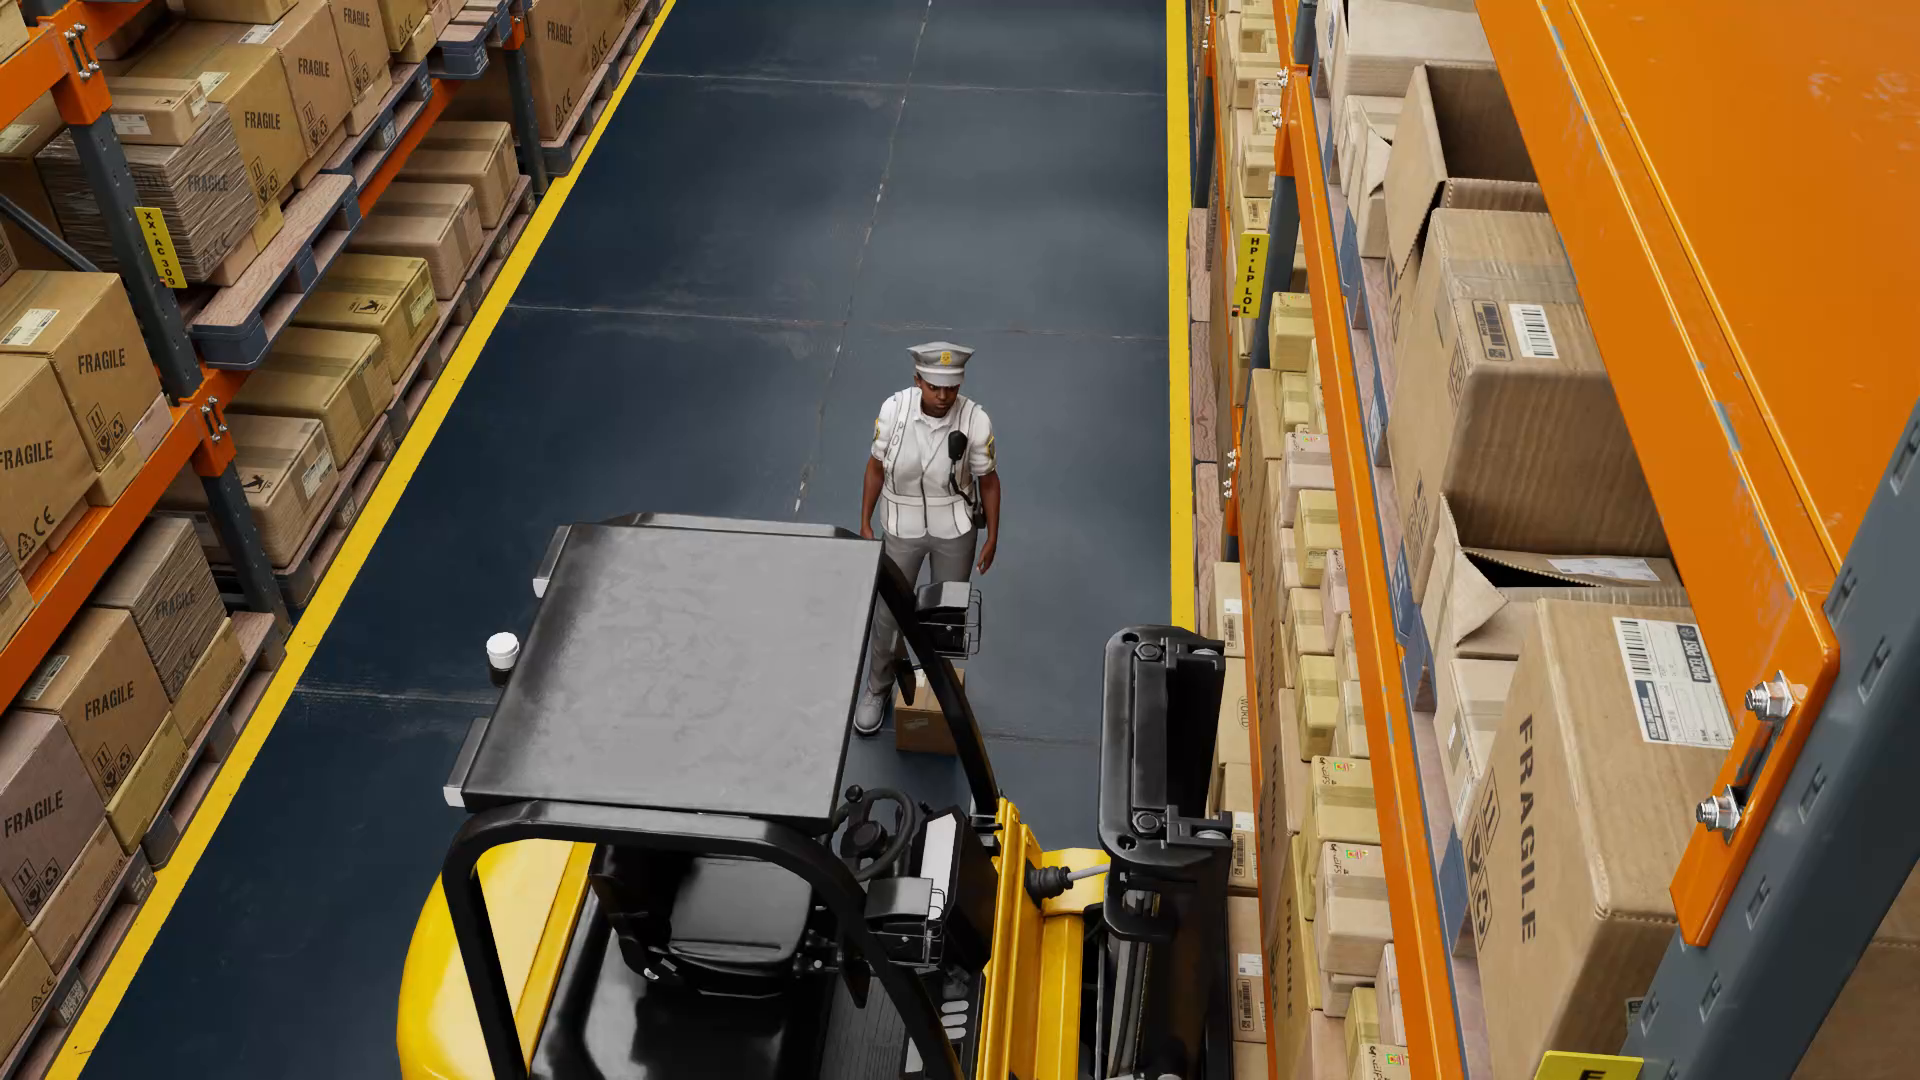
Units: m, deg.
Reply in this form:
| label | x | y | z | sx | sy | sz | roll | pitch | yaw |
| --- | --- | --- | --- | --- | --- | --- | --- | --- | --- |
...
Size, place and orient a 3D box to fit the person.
| label | x | y | z | sx | sy | sz | roll | pitch | yaw |
| --- | --- | --- | --- | --- | --- | --- | --- | --- | --- |
| person | -0.137 | -0.004 | 6.415 | 0.569 | 1.695 | 0.530 | 3 | 40 | 4 |
